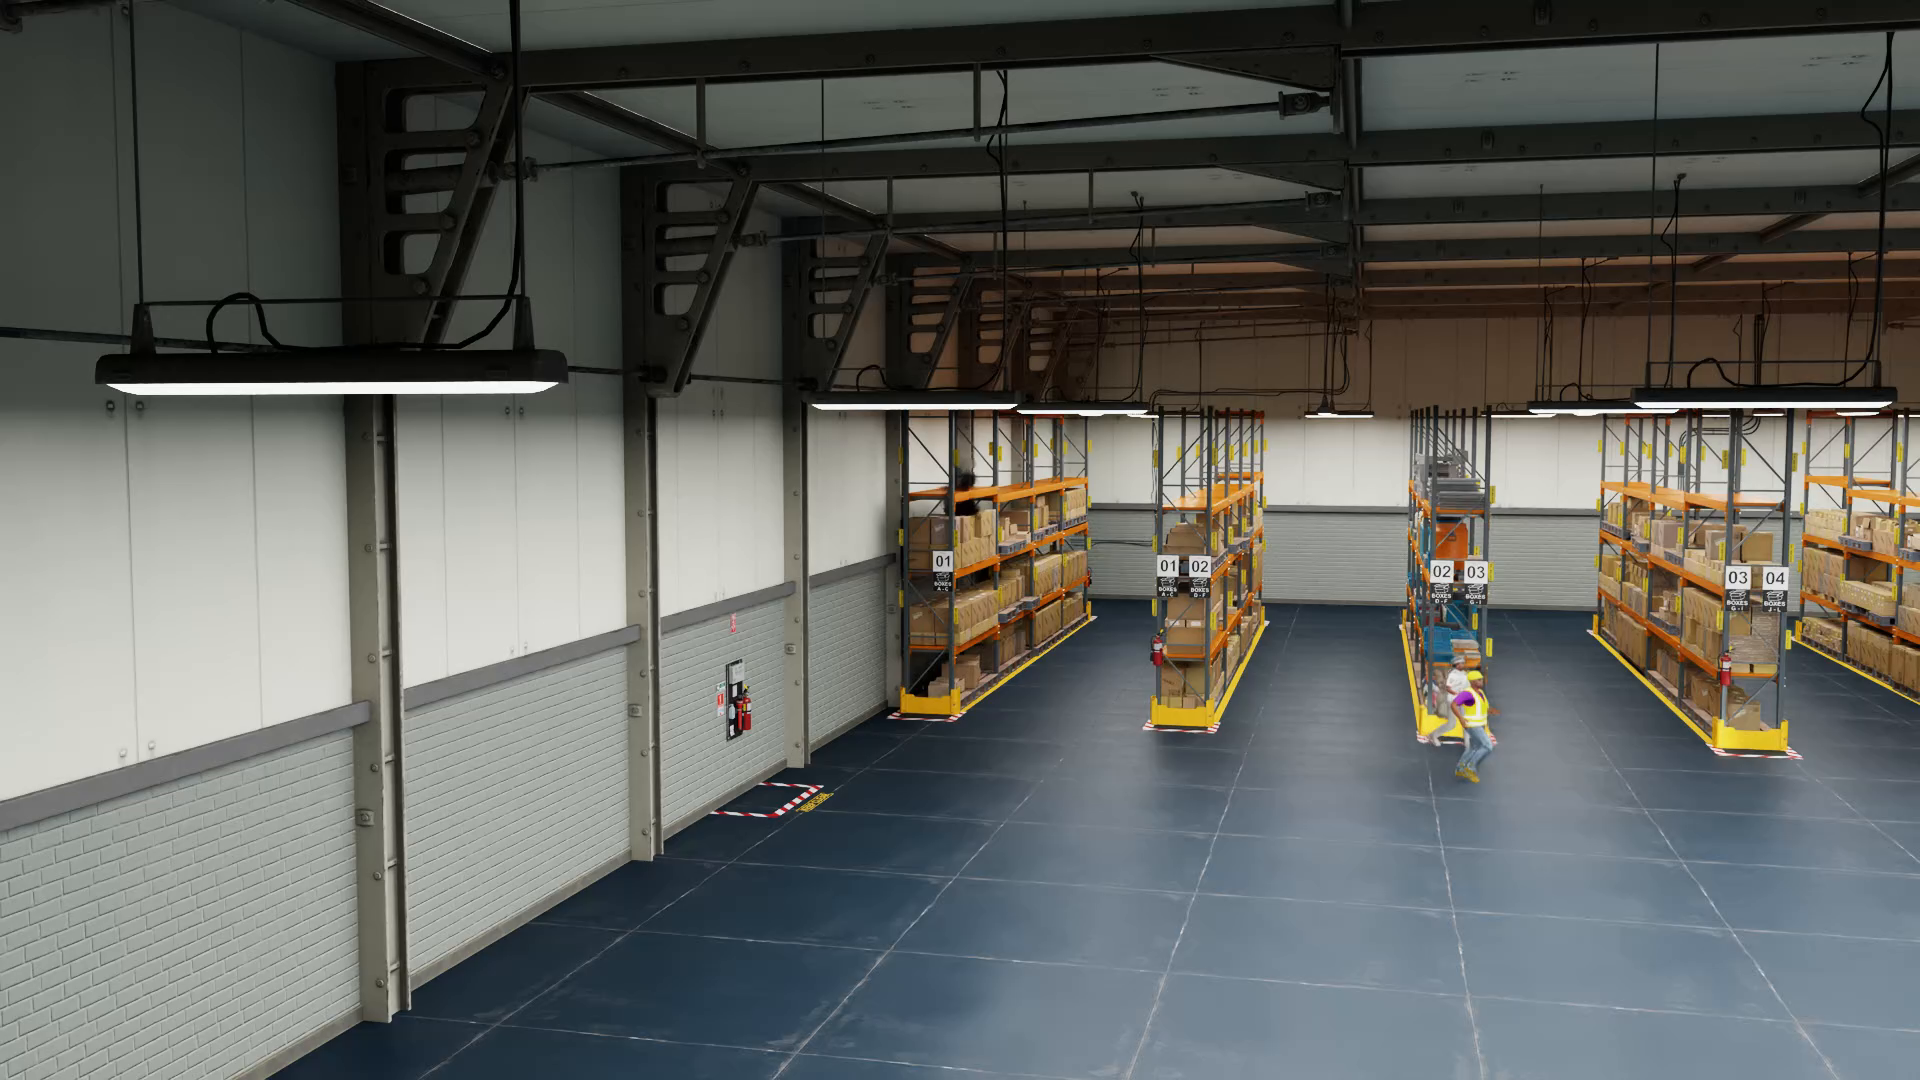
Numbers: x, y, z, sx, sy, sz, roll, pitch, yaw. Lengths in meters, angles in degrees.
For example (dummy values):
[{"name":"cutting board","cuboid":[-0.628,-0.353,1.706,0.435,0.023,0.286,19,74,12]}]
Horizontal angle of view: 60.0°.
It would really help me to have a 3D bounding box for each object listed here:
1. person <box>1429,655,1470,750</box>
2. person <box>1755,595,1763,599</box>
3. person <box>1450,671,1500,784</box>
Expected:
[{"name":"person","cuboid":[8.589,2.818,28.694,0.616,1.691,0.949,-4,6,-43]},{"name":"person","cuboid":[20.447,1.872,42.850,0.539,1.565,0.819,2,4,23]},{"name":"person","cuboid":[8.177,2.956,26.317,0.698,1.769,0.676,3,5,35]}]
